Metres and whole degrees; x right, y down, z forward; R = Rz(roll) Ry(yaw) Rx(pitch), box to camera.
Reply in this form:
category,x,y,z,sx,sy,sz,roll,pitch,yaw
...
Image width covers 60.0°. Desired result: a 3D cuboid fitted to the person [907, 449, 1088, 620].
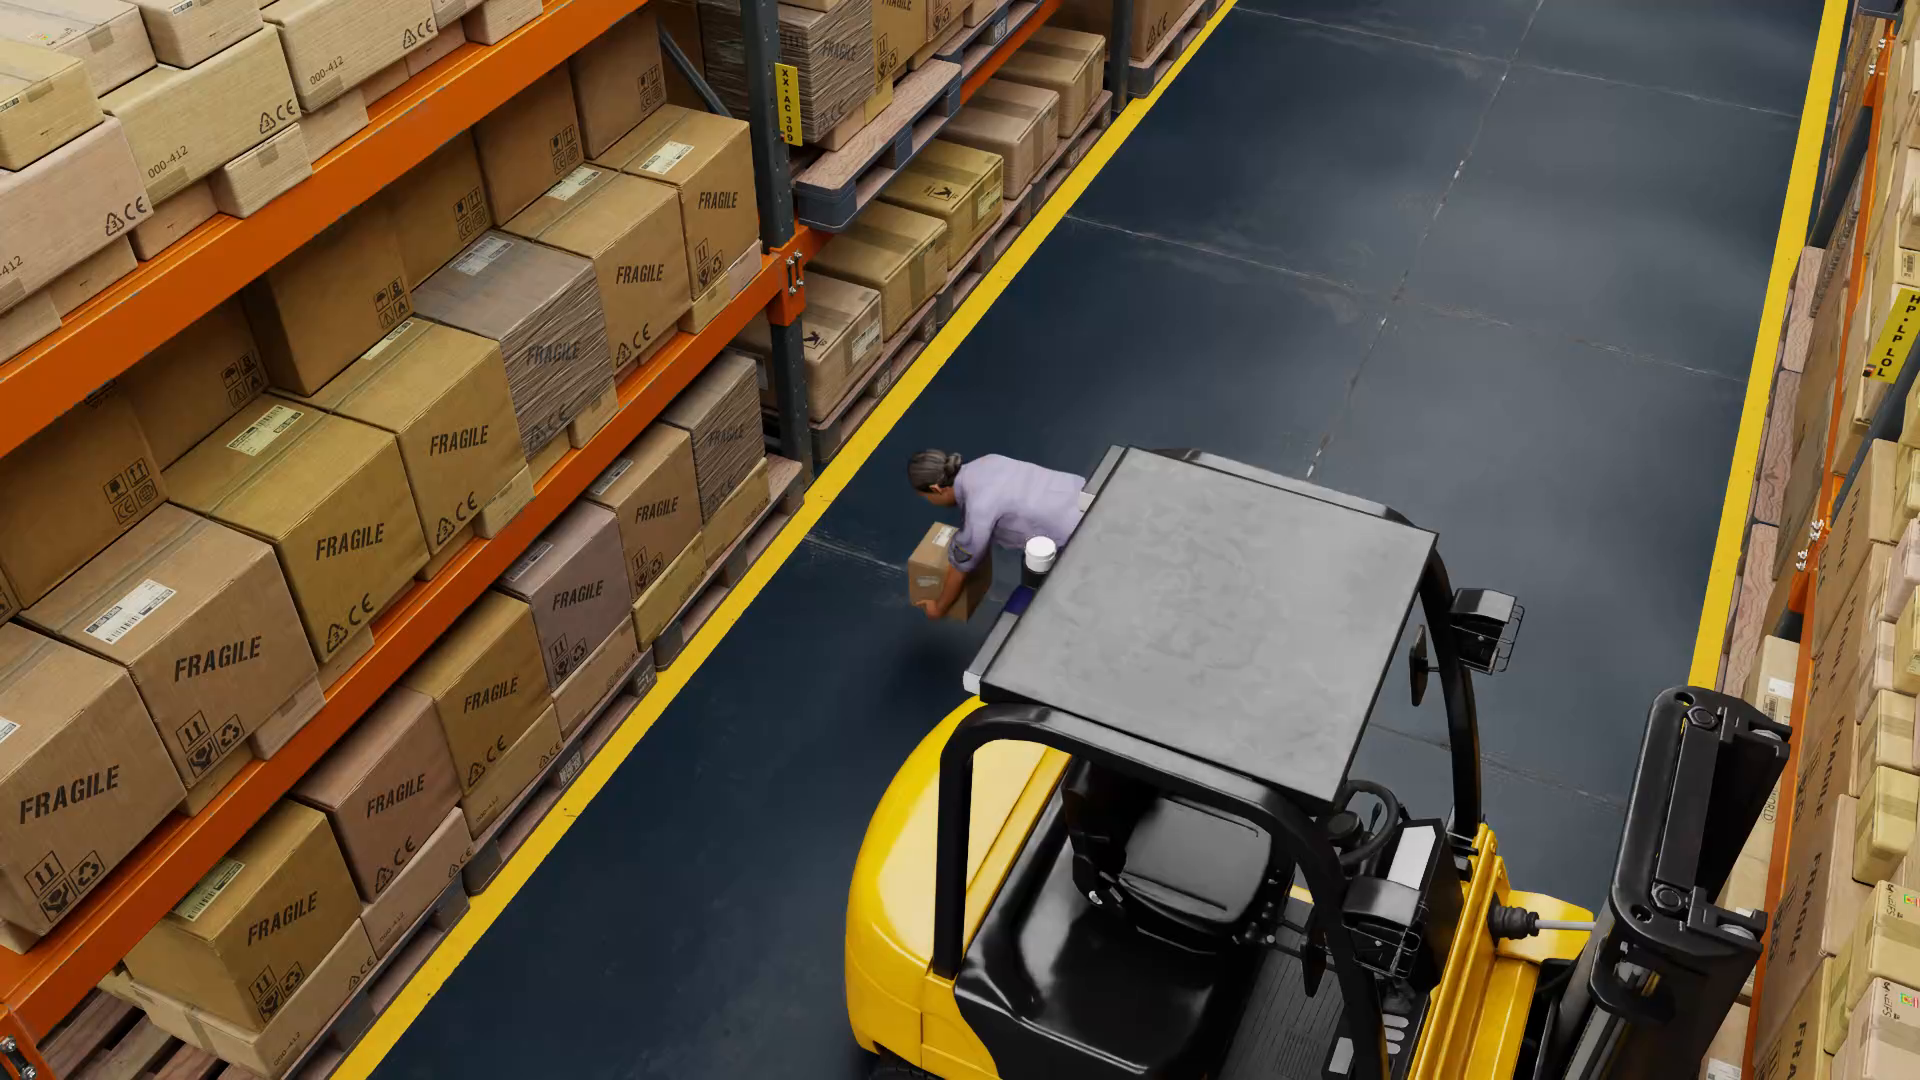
category,x,y,z,sx,sy,sz,roll,pitch,yaw
person,0.235,0.118,6.476,0.888,1.067,0.506,10,43,11
